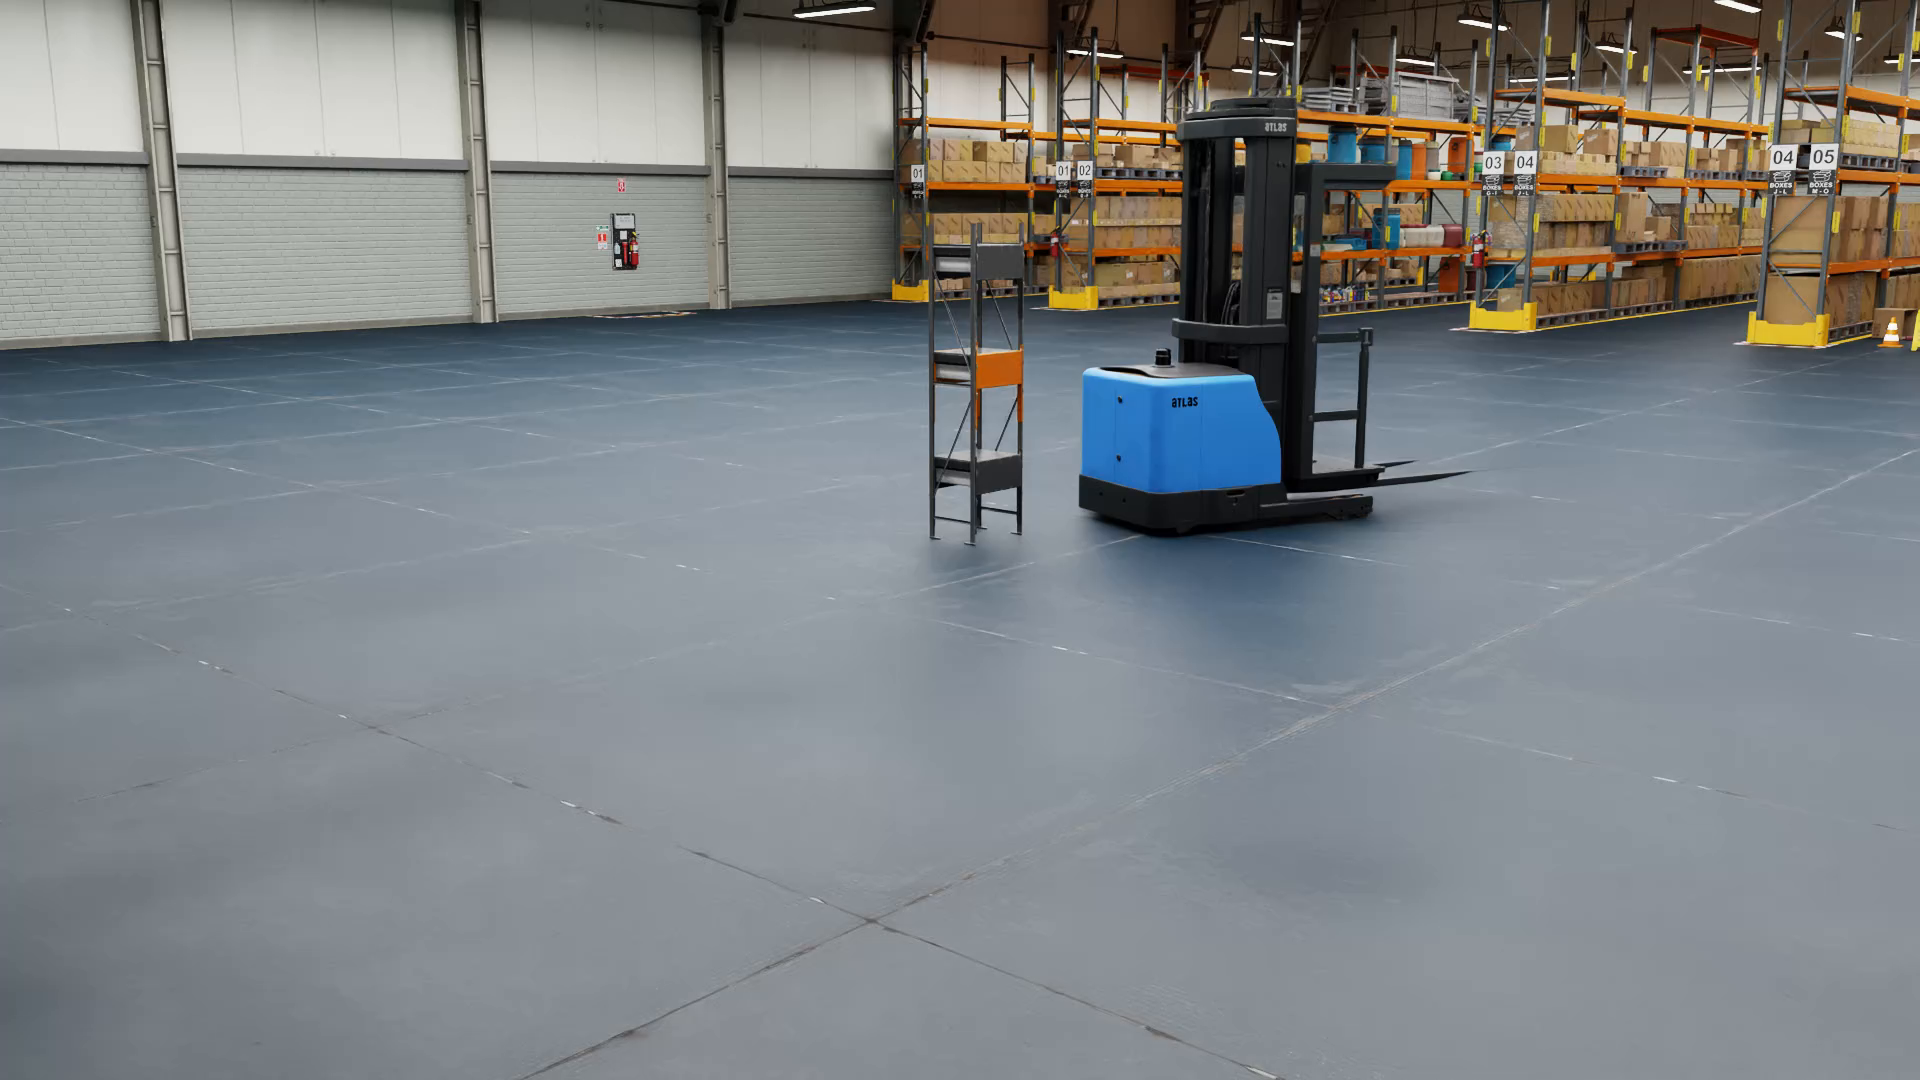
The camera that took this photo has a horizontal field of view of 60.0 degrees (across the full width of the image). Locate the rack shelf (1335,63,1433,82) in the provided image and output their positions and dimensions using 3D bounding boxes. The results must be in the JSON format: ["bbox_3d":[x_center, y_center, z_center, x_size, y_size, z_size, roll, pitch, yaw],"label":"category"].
[{"bbox_3d":[11.783,-12.927,46.307,1.077,0.370,4.000,10,15,40],"label":"rack shelf"}]

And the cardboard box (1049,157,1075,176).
[{"bbox_3d":[2.693,-9.854,43.902,0.500,0.500,0.500,9,14,38],"label":"cardboard box"}]

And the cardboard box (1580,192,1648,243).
[{"bbox_3d":[13.250,-6.554,33.763,1.000,1.000,1.000,10,15,41],"label":"cardboard box"}]

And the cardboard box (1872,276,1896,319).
[{"bbox_3d":[16.622,-4.505,30.778,1.050,0.750,0.750,10,15,40],"label":"cardboard box"}]

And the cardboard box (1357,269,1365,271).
[{"bbox_3d":[11.120,-7.542,47.053,0.500,0.311,0.500,10,15,40],"label":"cardboard box"}]

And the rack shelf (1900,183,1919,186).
[{"bbox_3d":[20.240,-7.300,34.280,1.077,0.370,4.000,10,15,40],"label":"rack shelf"}]

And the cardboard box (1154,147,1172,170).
[{"bbox_3d":[4.651,-8.991,39.225,0.500,0.500,0.500,-11,15,-43],"label":"cardboard box"}]

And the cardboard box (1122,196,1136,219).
[{"bbox_3d":[3.569,-7.560,37.838,0.700,0.500,0.500,10,15,41],"label":"cardboard box"}]

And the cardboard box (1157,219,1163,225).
[{"bbox_3d":[4.490,-7.386,38.623,0.380,0.149,0.250,10,15,40],"label":"cardboard box"}]

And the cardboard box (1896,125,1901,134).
[{"bbox_3d":[16.277,-7.198,29.209,0.380,0.149,0.250,10,15,40],"label":"cardboard box"}]

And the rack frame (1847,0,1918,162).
[{"bbox_3d":[16.279,-8.241,29.496,1.000,3.000,0.127,10,15,40],"label":"rack frame"}]

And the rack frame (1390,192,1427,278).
[{"bbox_3d":[13.103,-9.002,48.623,1.000,3.000,0.127,10,15,40],"label":"rack frame"}]

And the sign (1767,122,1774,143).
[{"bbox_3d":[13.241,-6.649,27.125,0.100,0.325,0.005,10,15,40],"label":"sign"}]

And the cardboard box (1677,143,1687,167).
[{"bbox_3d":[15.134,-8.206,35.449,0.500,0.500,0.500,10,15,42],"label":"cardboard box"}]

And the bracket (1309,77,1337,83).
[{"bbox_3d":[12.227,-15.135,54.822,0.076,0.066,3.189,10,15,40],"label":"bracket"}]

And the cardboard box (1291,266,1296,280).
[{"bbox_3d":[8.337,-6.845,43.082,0.500,0.500,0.500,11,15,43],"label":"cardboard box"}]

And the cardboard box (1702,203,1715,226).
[{"bbox_3d":[16.626,-7.385,37.711,0.797,0.503,0.637,10,15,42],"label":"cardboard box"}]

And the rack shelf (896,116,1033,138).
[{"bbox_3d":[0.138,-10.170,40.998,1.077,0.370,4.000,10,15,40],"label":"rack shelf"}]

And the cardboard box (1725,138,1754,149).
[{"bbox_3d":[18.527,-9.412,39.522,0.500,0.250,0.500,9,14,37],"label":"cardboard box"}]

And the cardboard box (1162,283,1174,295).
[{"bbox_3d":[4.702,-5.925,39.167,0.500,0.250,0.500,10,15,40],"label":"cardboard box"}]

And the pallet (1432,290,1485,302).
[{"bbox_3d":[12.029,-5.938,40.402,1.003,0.211,1.213,10,15,40],"label":"pallet"}]

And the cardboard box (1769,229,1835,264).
[{"bbox_3d":[13.850,-4.844,27.425,0.875,0.550,0.550,10,15,40],"label":"cardboard box"}]

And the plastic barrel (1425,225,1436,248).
[{"bbox_3d":[10.744,-6.998,38.304,0.421,0.512,0.421,0,11,0],"label":"plastic barrel"}]

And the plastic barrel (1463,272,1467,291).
[{"bbox_3d":[12.156,-6.339,40.569,0.421,0.512,0.421,0,11,0],"label":"plastic barrel"}]

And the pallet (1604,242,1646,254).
[{"bbox_3d":[13.234,-5.955,33.856,1.003,0.211,1.213,10,15,40],"label":"pallet"}]

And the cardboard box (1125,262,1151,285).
[{"bbox_3d":[4.054,-6.144,38.346,0.500,0.500,0.500,10,15,40],"label":"cardboard box"}]

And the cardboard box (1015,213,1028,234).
[{"bbox_3d":[1.378,-8.071,42.378,0.500,0.500,0.500,10,15,40],"label":"cardboard box"}]

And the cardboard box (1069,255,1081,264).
[{"bbox_3d":[2.903,-7.558,44.737,0.500,0.250,0.500,10,15,40],"label":"cardboard box"}]

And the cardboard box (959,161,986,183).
[{"bbox_3d":[0.285,-9.067,40.986,0.500,0.500,0.500,11,16,44],"label":"cardboard box"}]

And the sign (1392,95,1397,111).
[{"bbox_3d":[9.306,-9.362,35.643,0.100,0.325,0.005,10,15,40],"label":"sign"}]

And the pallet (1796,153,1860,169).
[{"bbox_3d":[14.121,-6.248,27.405,1.003,0.211,1.213,10,15,40],"label":"pallet"}]

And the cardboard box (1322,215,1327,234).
[{"bbox_3d":[9.342,-8.401,44.284,0.700,0.500,0.500,6,13,26],"label":"cardboard box"}]

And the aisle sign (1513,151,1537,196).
[{"bbox_3d":[10.164,-6.594,29.927,0.394,0.787,0.004,10,15,40],"label":"aisle sign"}]

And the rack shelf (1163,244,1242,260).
[{"bbox_3d":[6.502,-7.178,41.327,1.077,0.370,4.000,10,15,40],"label":"rack shelf"}]

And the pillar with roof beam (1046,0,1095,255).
[{"bbox_3d":[5.824,-10.771,42.162,9.100,9.000,0.548,10,15,40],"label":"pillar with roof beam"}]

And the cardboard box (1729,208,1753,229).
[{"bbox_3d":[18.409,-7.610,39.361,0.500,0.500,0.500,10,15,40],"label":"cardboard box"}]

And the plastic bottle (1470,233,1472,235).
[{"bbox_3d":[12.728,-7.507,41.465,0.097,0.271,0.097,0,11,0],"label":"plastic bottle"}]

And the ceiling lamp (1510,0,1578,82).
[{"bbox_3d":[16.751,-14.877,47.819,2.000,3.185,0.800,10,15,40],"label":"ceiling lamp"}]

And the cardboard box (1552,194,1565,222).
[{"bbox_3d":[10.883,-6.170,30.877,0.500,0.500,0.500,10,15,40],"label":"cardboard box"}]

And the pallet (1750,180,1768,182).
[{"bbox_3d":[20.060,-9.038,41.369,1.003,0.211,1.213,10,15,40],"label":"pallet"}]

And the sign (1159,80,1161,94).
[{"bbox_3d":[4.766,-10.744,39.439,0.100,0.325,0.005,10,15,40],"label":"sign"}]

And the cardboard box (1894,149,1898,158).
[{"bbox_3d":[16.279,-6.807,29.288,0.380,0.149,0.250,10,15,40],"label":"cardboard box"}]

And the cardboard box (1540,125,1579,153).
[{"bbox_3d":[11.163,-7.461,30.959,0.500,0.500,0.500,10,15,40],"label":"cardboard box"}]

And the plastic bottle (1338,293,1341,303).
[{"bbox_3d":[8.048,-5.157,35.392,0.097,0.201,0.097,0,11,0],"label":"plastic bottle"}]

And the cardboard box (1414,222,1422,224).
[{"bbox_3d":[13.012,-8.950,48.107,0.500,0.500,0.500,10,15,42],"label":"cardboard box"}]

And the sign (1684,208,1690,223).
[{"bbox_3d":[15.675,-7.004,35.865,0.100,0.325,0.005,10,15,40],"label":"sign"}]

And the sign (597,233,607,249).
[{"bbox_3d":[-7.433,-6.211,34.557,0.001,0.329,0.234,10,15,40],"label":"sign"}]

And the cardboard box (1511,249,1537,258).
[{"bbox_3d":[10.347,-5.255,30.502,0.380,0.149,0.250,10,15,40],"label":"cardboard box"}]

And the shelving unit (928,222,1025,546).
[{"bbox_3d":[0.109,-1.054,11.127,0.431,2.100,0.503,10,15,40],"label":"shelving unit"}]

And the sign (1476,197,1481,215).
[{"bbox_3d":[9.576,-6.164,30.652,0.100,0.325,0.005,10,15,40],"label":"sign"}]

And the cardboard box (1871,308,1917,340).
[{"bbox_3d":[16.026,-3.713,28.520,0.500,0.500,0.500,-9,14,-38],"label":"cardboard box"}]

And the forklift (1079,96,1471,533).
[{"bbox_3d":[2.409,-1.664,12.058,3.031,2.935,1.130,-6,13,-27],"label":"forklift"}]

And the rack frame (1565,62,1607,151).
[{"bbox_3d":[16.821,-11.303,44.826,1.000,3.000,0.127,10,15,40],"label":"rack frame"}]

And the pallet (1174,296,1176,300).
[{"bbox_3d":[5.638,-5.983,40.625,1.003,0.211,1.213,10,15,40],"label":"pallet"}]
